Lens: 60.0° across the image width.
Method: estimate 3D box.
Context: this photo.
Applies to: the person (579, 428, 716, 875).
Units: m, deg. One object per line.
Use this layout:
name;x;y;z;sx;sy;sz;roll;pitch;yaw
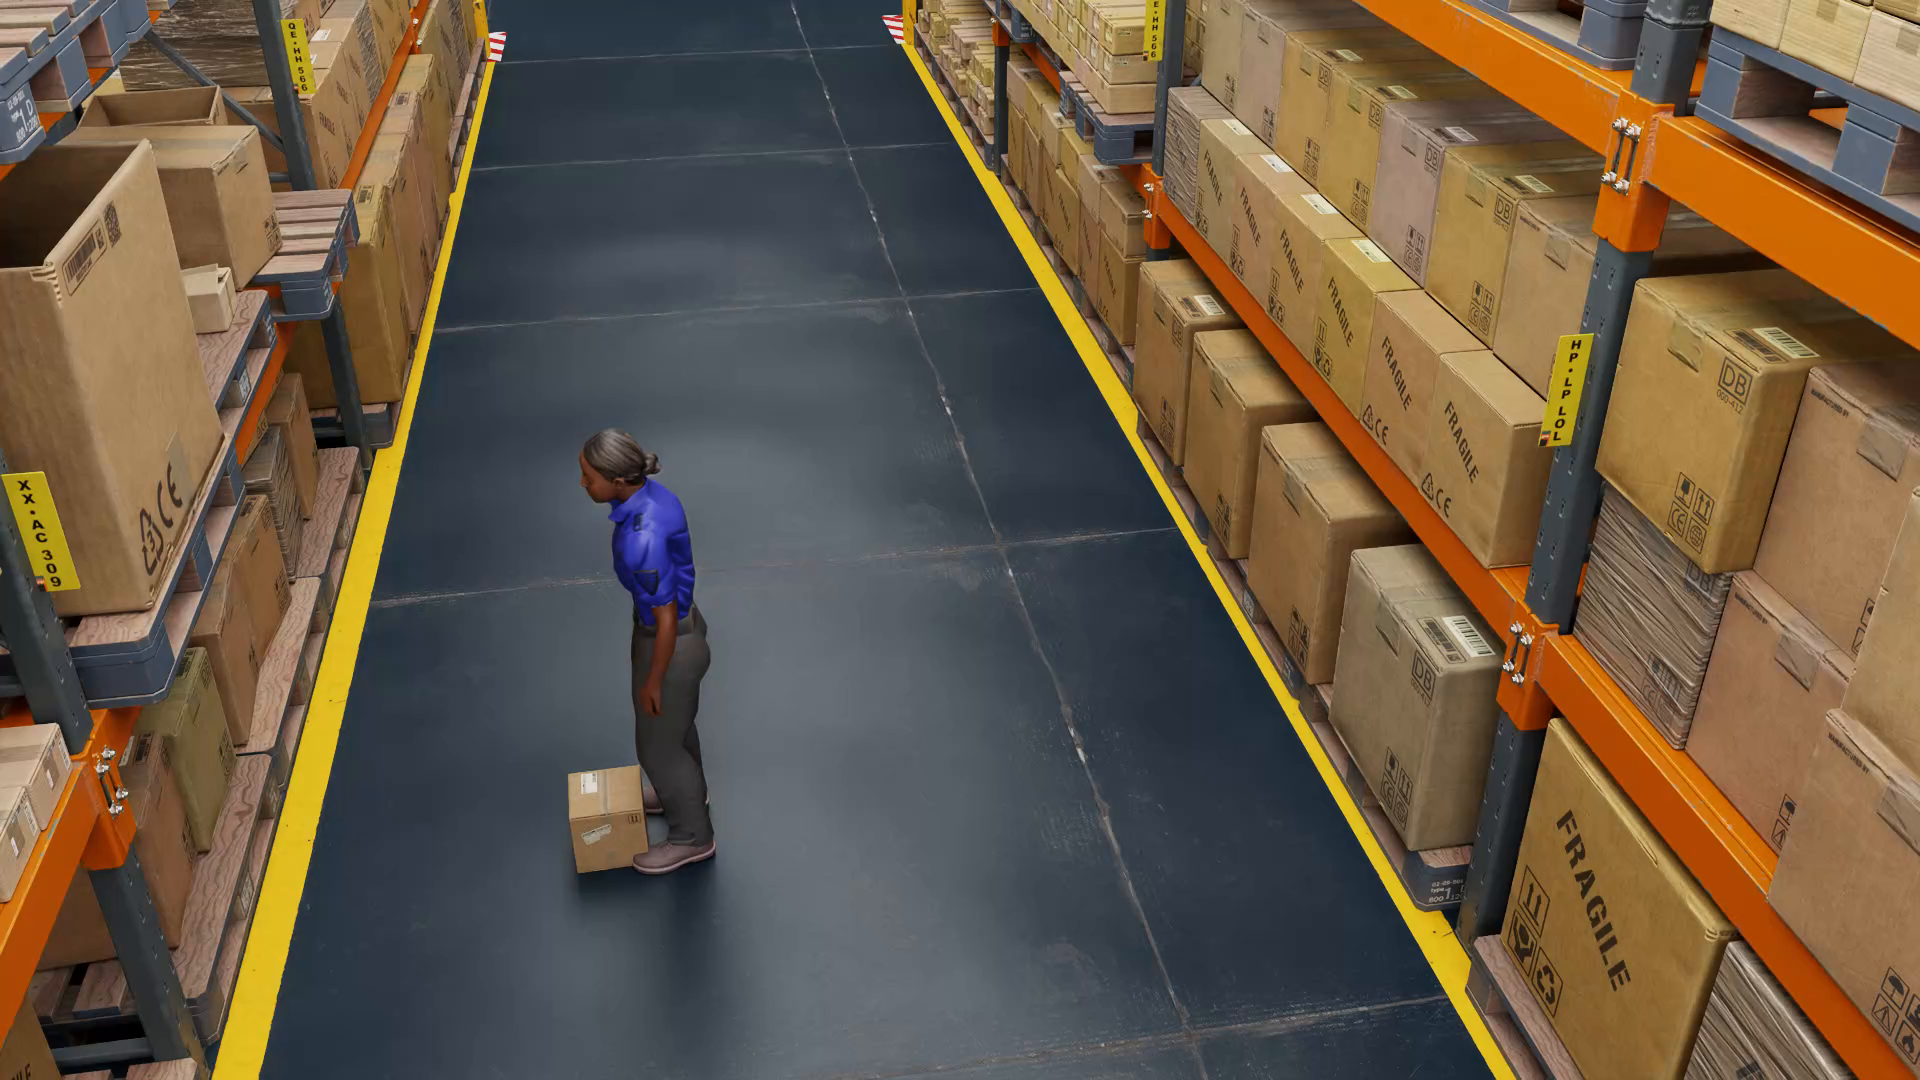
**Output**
person;-1.013;0.353;5.546;0.352;1.654;0.512;-6;31;-9
